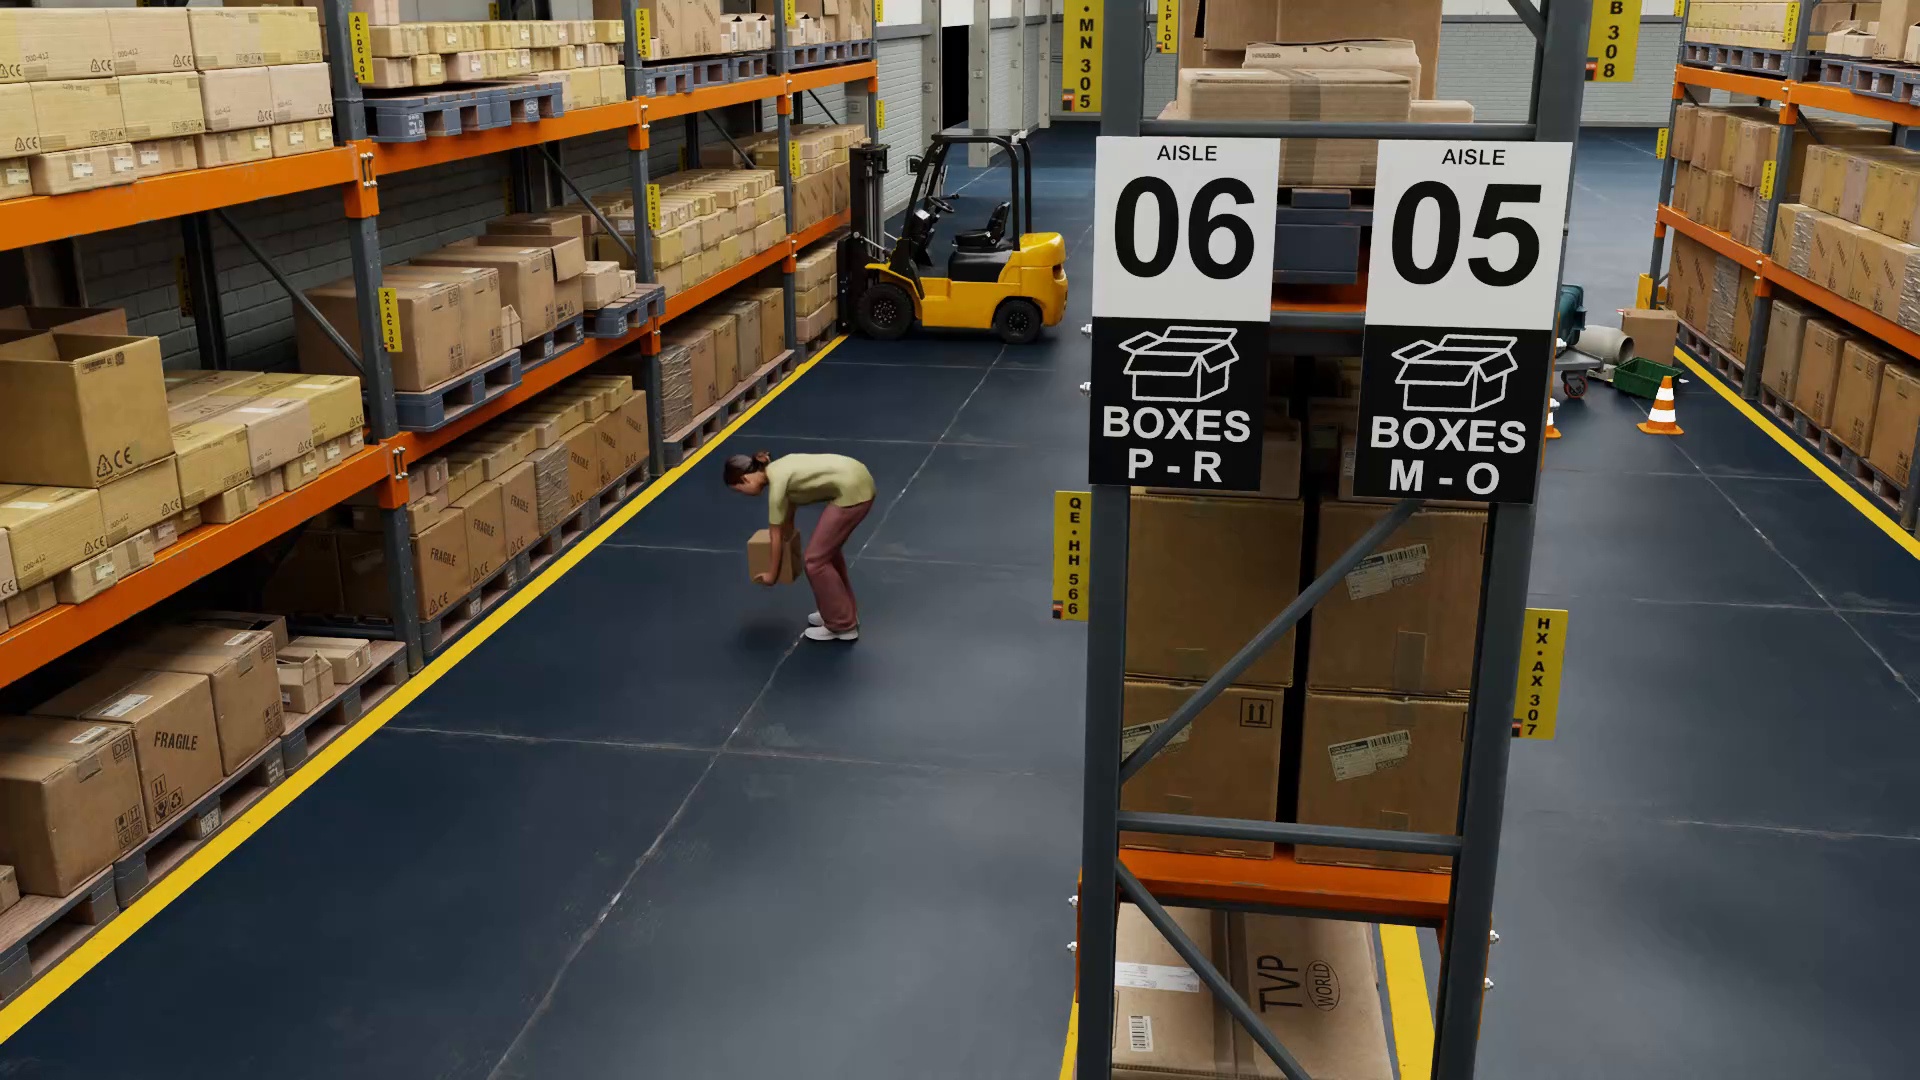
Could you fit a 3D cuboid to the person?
[{"bbox_3d":[-0.912,0.009,9.491,0.872,1.084,0.423,2,18,7],"label":"person"}]
